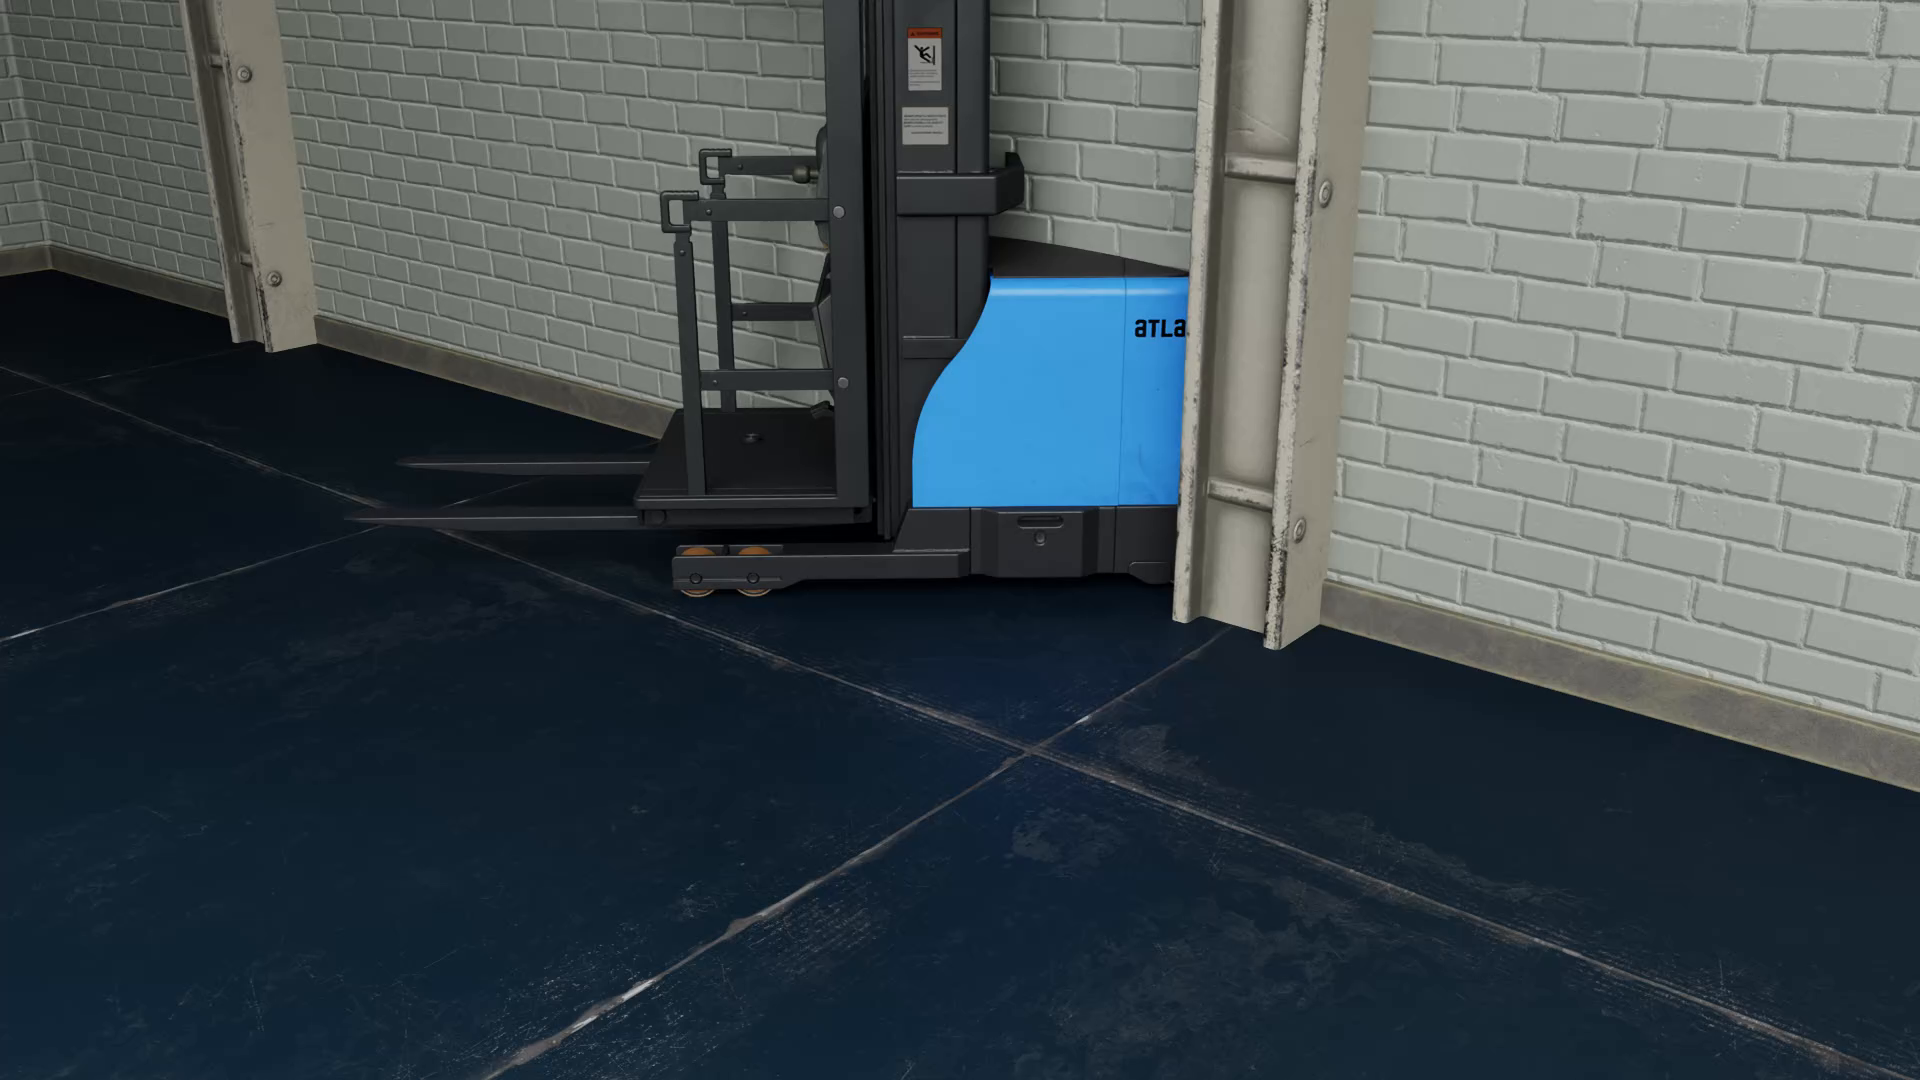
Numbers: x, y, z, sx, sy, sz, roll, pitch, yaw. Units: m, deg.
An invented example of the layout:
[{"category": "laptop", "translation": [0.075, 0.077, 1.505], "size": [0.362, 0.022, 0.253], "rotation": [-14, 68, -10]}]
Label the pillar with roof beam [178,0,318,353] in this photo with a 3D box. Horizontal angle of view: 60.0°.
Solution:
[{"category": "pillar with roof beam", "translation": [-6.424, -4.110, 4.312], "size": [0.400, 9.000, 9.100], "rotation": [16, 26, 36]}]

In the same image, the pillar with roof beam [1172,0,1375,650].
[{"category": "pillar with roof beam", "translation": [-1.776, -2.771, 0.763], "size": [0.400, 9.000, 9.100], "rotation": [16, 26, 36]}]

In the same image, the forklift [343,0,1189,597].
[{"category": "forklift", "translation": [-0.624, -1.366, 5.637], "size": [3.031, 2.935, 1.130], "rotation": [0, 21, -1]}]
